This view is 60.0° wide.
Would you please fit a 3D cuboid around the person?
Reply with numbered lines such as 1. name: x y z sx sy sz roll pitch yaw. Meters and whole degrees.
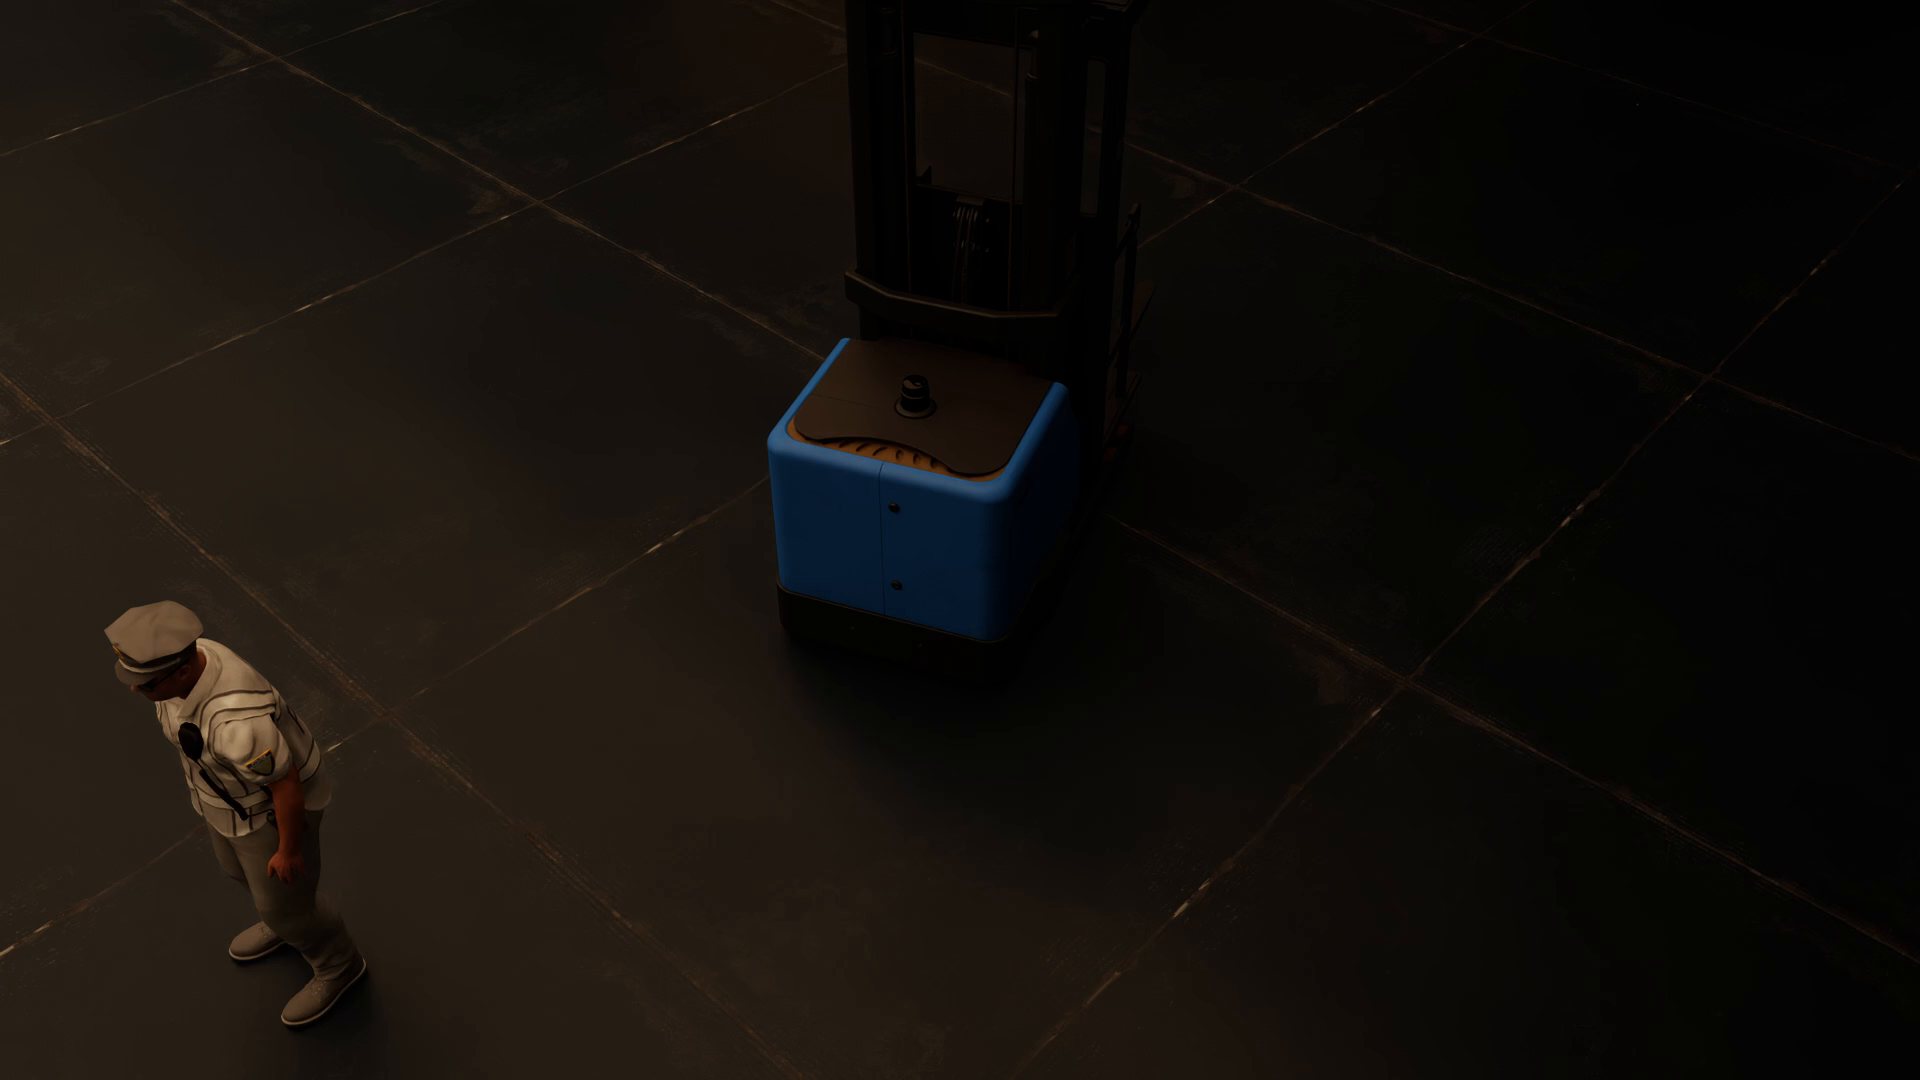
1. person: -2.274 0.845 5.351 0.602 1.747 0.443 31 49 31

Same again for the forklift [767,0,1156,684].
1. forklift: 0.211 -1.484 7.158 1.130 2.935 3.031 14 42 15
